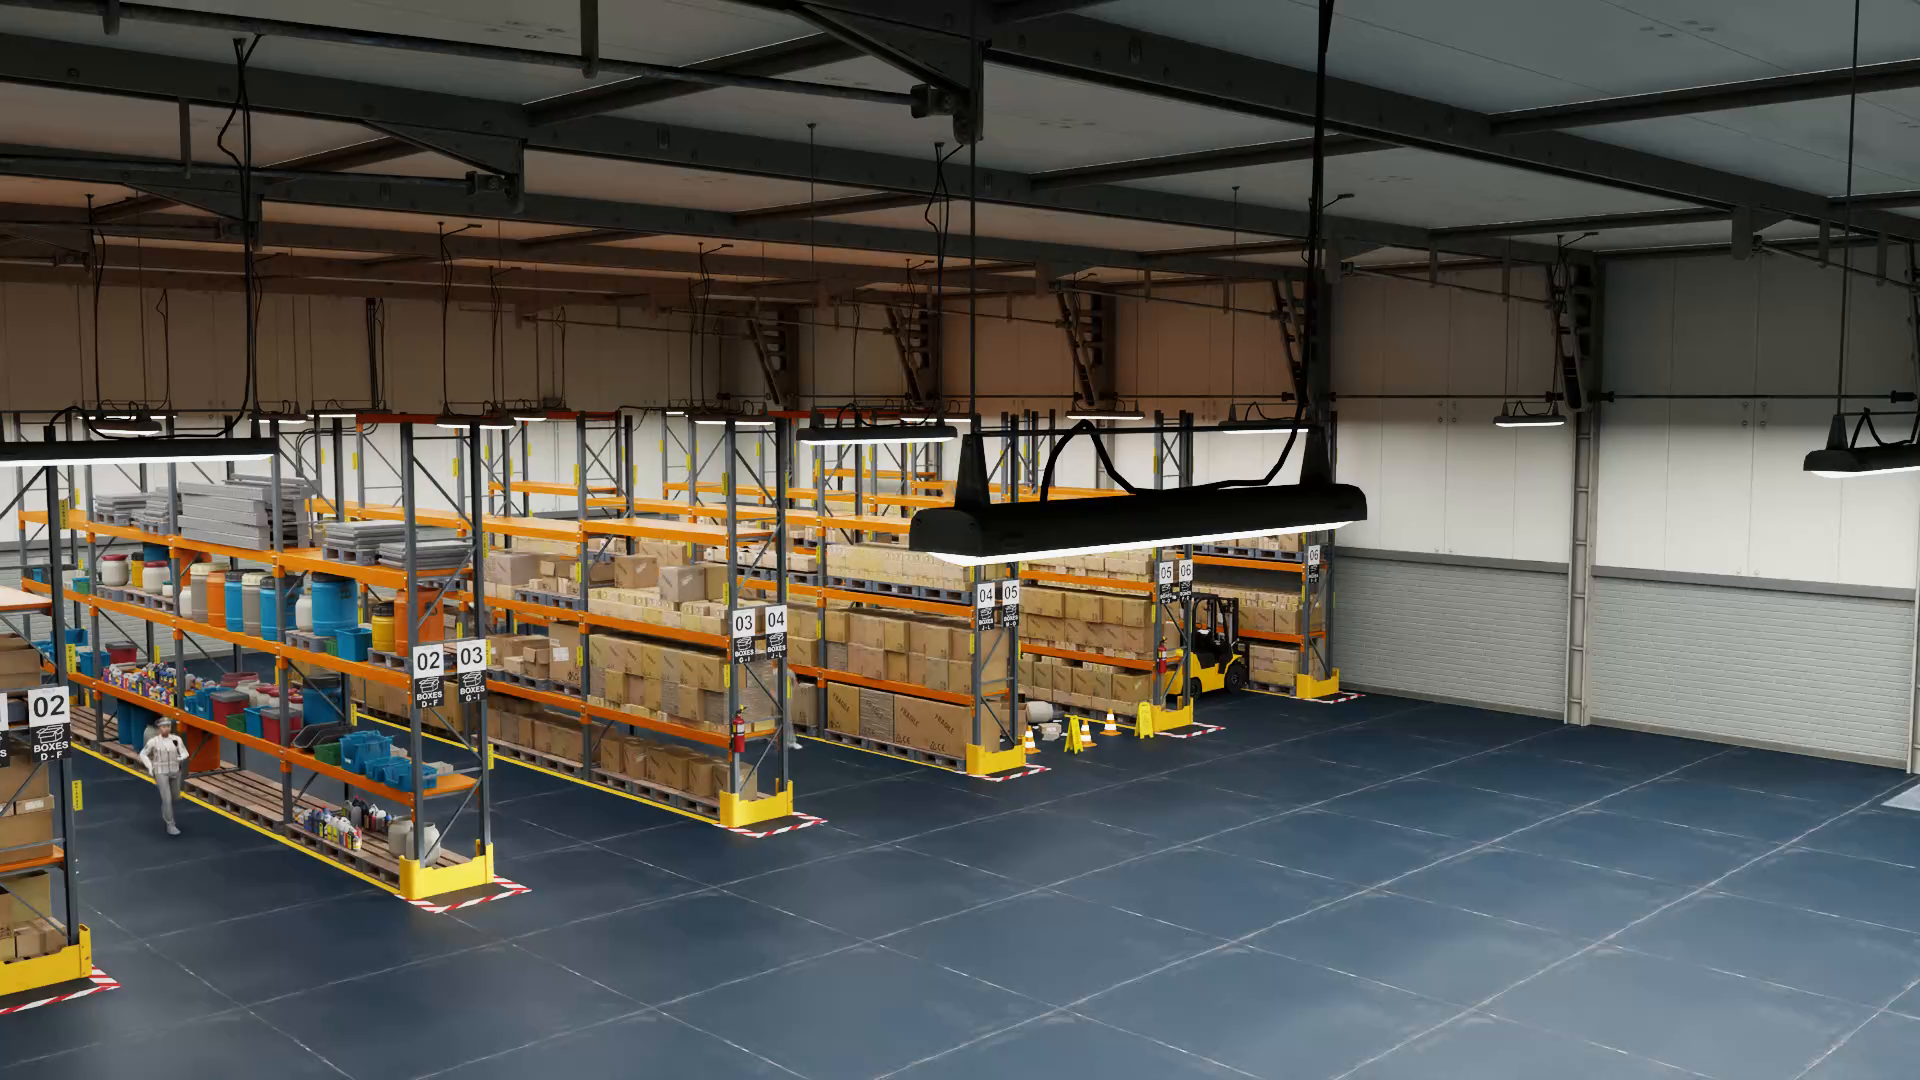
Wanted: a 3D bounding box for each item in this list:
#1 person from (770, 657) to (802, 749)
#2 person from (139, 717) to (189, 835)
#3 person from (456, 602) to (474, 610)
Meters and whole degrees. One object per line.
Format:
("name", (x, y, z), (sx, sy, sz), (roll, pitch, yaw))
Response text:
("person", (-3.166, 2.875, 29.920), (0.969, 1.655, 0.564), (4, 7, 41))
("person", (-11.542, 3.388, 24.177), (0.624, 1.669, 0.874), (-5, 7, -43))
("person", (-11.749, 2.045, 39.468), (0.713, 1.725, 0.766), (1, 5, 15))
